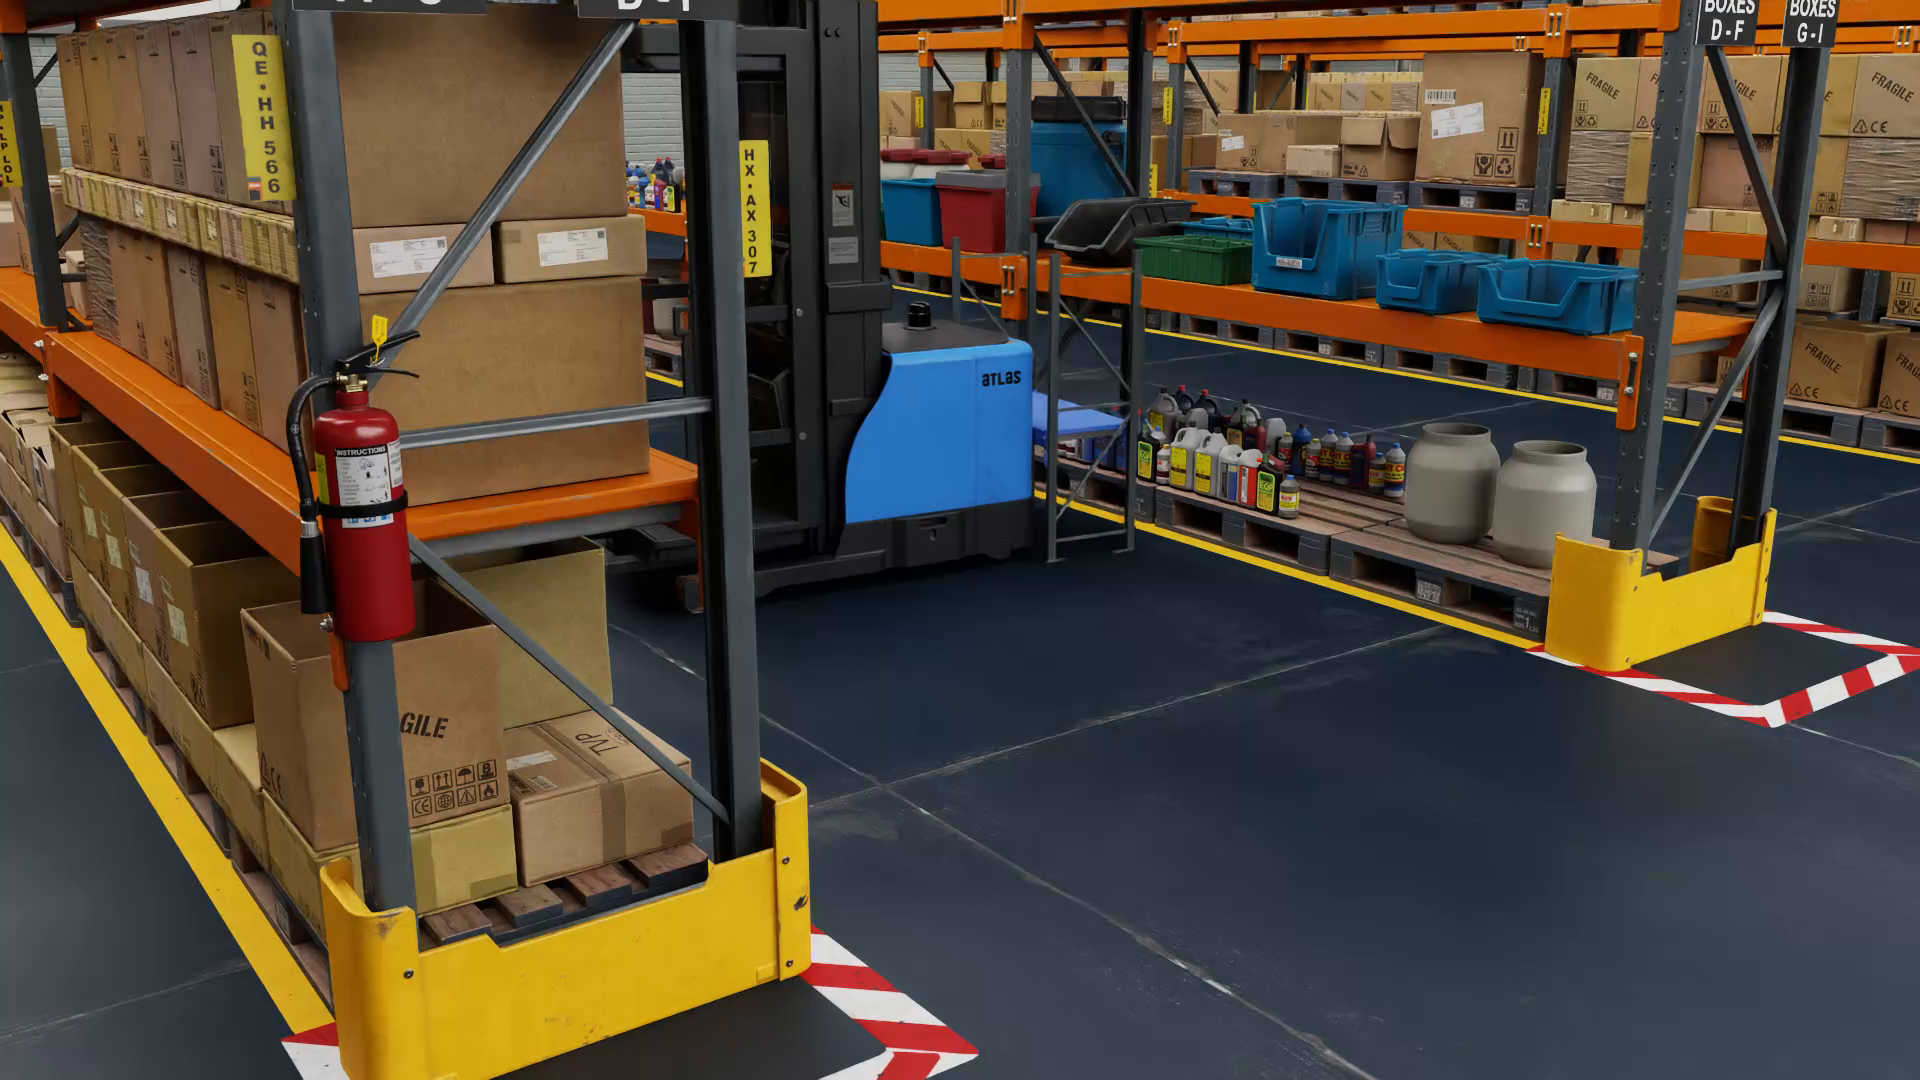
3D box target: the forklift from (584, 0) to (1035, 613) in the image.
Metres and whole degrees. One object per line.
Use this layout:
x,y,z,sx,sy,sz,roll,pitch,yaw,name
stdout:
-1.172,-1.247,7.580,3.031,2.935,1.130,-8,17,-28,forklift

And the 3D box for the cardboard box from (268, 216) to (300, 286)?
-1.493,-0.731,4.148,0.380,0.149,0.250,-10,18,-33,cardboard box

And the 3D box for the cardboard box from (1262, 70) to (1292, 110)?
4.004,-5.918,21.871,0.500,0.500,0.500,-10,18,-33,cardboard box

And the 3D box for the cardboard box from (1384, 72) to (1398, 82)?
6.721,-7.093,25.497,0.380,0.149,0.250,-11,19,-35,cardboard box

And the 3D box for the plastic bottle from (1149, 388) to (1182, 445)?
1.193,-0.704,9.652,0.144,0.351,0.185,-11,19,-35,plastic bottle

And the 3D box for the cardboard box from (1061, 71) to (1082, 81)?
1.769,-6.501,24.001,0.500,0.500,0.500,-11,19,-35,cardboard box

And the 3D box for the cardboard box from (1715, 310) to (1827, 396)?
5.679,-1.317,11.647,0.500,0.500,0.500,-13,20,-39,cardboard box

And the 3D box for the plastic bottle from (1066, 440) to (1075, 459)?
0.650,-0.568,9.436,0.097,0.201,0.097,0,15,0,plastic bottle

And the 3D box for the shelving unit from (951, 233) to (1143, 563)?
0.416,-0.763,8.524,0.538,1.500,1.048,-8,17,-26,shelving unit

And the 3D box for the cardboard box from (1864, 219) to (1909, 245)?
5.973,-1.972,10.573,0.380,0.149,0.250,-11,19,-35,cardboard box

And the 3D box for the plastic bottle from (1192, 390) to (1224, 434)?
1.423,-0.686,9.584,0.144,0.351,0.185,-12,19,-37,plastic bottle

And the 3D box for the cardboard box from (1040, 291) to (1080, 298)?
1.446,-3.028,17.185,1.225,0.875,0.875,-11,19,-34,cardboard box

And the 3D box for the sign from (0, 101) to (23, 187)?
-3.744,-1.551,6.517,0.100,0.325,0.005,-11,19,-35,sign

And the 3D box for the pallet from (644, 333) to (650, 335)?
-2.864,-1.816,14.812,1.003,0.211,1.213,-11,19,-35,pallet

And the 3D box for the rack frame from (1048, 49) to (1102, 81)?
1.720,-5.964,24.686,1.000,3.000,0.127,-11,19,-35,rack frame

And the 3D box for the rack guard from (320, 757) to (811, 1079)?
-0.945,0.948,4.165,1.175,0.500,0.348,-11,19,-35,rack guard

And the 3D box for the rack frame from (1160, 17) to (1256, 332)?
2.352,-3.508,15.710,1.000,3.000,0.127,-11,19,-35,rack frame

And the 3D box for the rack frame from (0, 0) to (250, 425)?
-3.311,-1.117,6.974,1.000,3.000,0.127,-11,19,-35,rack frame

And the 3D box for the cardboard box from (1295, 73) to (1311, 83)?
5.649,-7.479,26.907,0.380,0.149,0.250,-10,18,-33,cardboard box

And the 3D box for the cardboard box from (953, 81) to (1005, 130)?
0.383,-4.759,18.192,0.797,0.503,0.637,-11,19,-36,cardboard box

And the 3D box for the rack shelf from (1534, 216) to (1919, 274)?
5.880,-1.880,11.124,1.077,0.370,4.000,-11,19,-35,rack shelf

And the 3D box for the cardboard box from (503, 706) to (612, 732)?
-1.391,0.606,5.094,0.500,0.250,0.500,-11,19,-35,cardboard box

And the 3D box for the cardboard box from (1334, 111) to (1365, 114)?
4.693,-5.047,19.888,0.380,0.149,0.250,-10,18,-32,cardboard box

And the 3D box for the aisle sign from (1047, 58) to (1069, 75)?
1.434,-7.187,24.230,0.394,0.787,0.004,-11,19,-35,aisle sign

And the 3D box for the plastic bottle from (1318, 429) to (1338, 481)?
1.976,-0.457,8.899,0.097,0.271,0.097,0,15,0,plastic bottle

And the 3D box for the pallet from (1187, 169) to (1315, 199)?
2.858,-3.280,15.240,1.213,0.211,1.003,-11,19,-35,pallet

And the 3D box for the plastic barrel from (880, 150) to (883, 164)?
-0.629,-2.516,11.877,0.421,0.512,0.421,0,15,0,plastic barrel

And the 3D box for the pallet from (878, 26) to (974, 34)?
-0.472,-5.942,19.091,1.003,0.211,1.213,-11,19,-35,pallet

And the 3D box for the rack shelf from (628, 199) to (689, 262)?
-2.830,-2.819,14.557,1.077,0.370,4.000,-11,19,-35,rack shelf

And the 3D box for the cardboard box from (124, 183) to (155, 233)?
-2.549,-1.116,5.553,0.380,0.149,0.250,-12,19,-36,cardboard box

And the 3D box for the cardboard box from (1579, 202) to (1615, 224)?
4.724,-2.384,12.082,0.380,0.149,0.250,-11,19,-35,cardboard box

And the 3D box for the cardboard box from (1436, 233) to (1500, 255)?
5.825,-3.353,19.084,0.500,0.500,0.500,-11,19,-35,cardboard box

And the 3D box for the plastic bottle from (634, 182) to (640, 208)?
-2.597,-2.802,13.510,0.097,0.201,0.097,0,15,0,plastic bottle

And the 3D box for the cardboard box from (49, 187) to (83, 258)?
-4.059,-1.444,7.981,0.500,0.500,0.500,-9,18,-31,cardboard box

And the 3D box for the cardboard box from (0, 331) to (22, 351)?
-6.403,-1.141,10.964,0.500,0.500,0.500,-10,18,-32,cardboard box

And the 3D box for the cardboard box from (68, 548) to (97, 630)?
-3.284,0.153,6.748,0.500,0.250,0.500,-11,19,-35,cardboard box

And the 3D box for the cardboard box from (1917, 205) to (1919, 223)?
6.364,-2.201,10.183,0.875,0.500,0.500,-11,19,-35,cardboard box

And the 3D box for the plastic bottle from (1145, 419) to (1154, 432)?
1.020,-0.532,9.173,0.097,0.271,0.097,0,15,0,plastic bottle

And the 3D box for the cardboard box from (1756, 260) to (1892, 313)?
8.338,-2.638,15.998,1.050,0.750,0.750,-11,19,-35,cardboard box

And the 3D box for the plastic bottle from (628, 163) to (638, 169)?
-3.001,-3.314,15.236,0.152,0.276,0.135,-11,19,-35,plastic bottle

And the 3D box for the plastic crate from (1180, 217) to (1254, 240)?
1.568,-1.619,9.091,0.499,0.251,0.616,-11,19,-35,plastic crate

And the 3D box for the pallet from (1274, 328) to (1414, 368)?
3.524,-1.735,14.517,1.003,0.211,1.213,-11,19,-35,pallet

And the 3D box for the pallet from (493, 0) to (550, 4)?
-3.466,-4.797,15.095,1.213,0.211,1.003,-11,19,-35,pallet

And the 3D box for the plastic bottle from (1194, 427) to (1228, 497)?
1.307,-0.412,8.583,0.144,0.351,0.185,-10,18,-32,plastic bottle

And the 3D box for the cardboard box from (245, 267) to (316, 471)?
-1.536,-0.524,4.619,0.700,0.500,0.500,-10,18,-33,cardboard box

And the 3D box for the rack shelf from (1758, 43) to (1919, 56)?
11.544,-5.719,19.469,1.077,0.370,4.000,-11,19,-35,rack shelf

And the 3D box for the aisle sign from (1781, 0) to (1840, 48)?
3.329,-2.315,6.427,0.394,0.787,0.004,-11,19,-35,aisle sign

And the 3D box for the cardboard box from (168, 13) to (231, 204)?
-1.865,-1.269,4.882,0.700,0.500,0.500,-11,19,-34,cardboard box

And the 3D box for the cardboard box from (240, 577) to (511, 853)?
-1.515,0.431,4.312,0.500,0.500,0.500,-11,19,-35,cardboard box

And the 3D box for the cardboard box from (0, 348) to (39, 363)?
-5.592,-0.960,9.754,0.500,0.311,0.500,-10,18,-33,cardboard box

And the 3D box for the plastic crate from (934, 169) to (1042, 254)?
0.166,-1.972,9.976,0.402,0.464,0.583,-11,19,-35,plastic crate

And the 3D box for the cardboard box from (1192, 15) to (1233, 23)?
2.423,-4.742,14.823,0.500,0.250,0.500,-10,18,-34,cardboard box
